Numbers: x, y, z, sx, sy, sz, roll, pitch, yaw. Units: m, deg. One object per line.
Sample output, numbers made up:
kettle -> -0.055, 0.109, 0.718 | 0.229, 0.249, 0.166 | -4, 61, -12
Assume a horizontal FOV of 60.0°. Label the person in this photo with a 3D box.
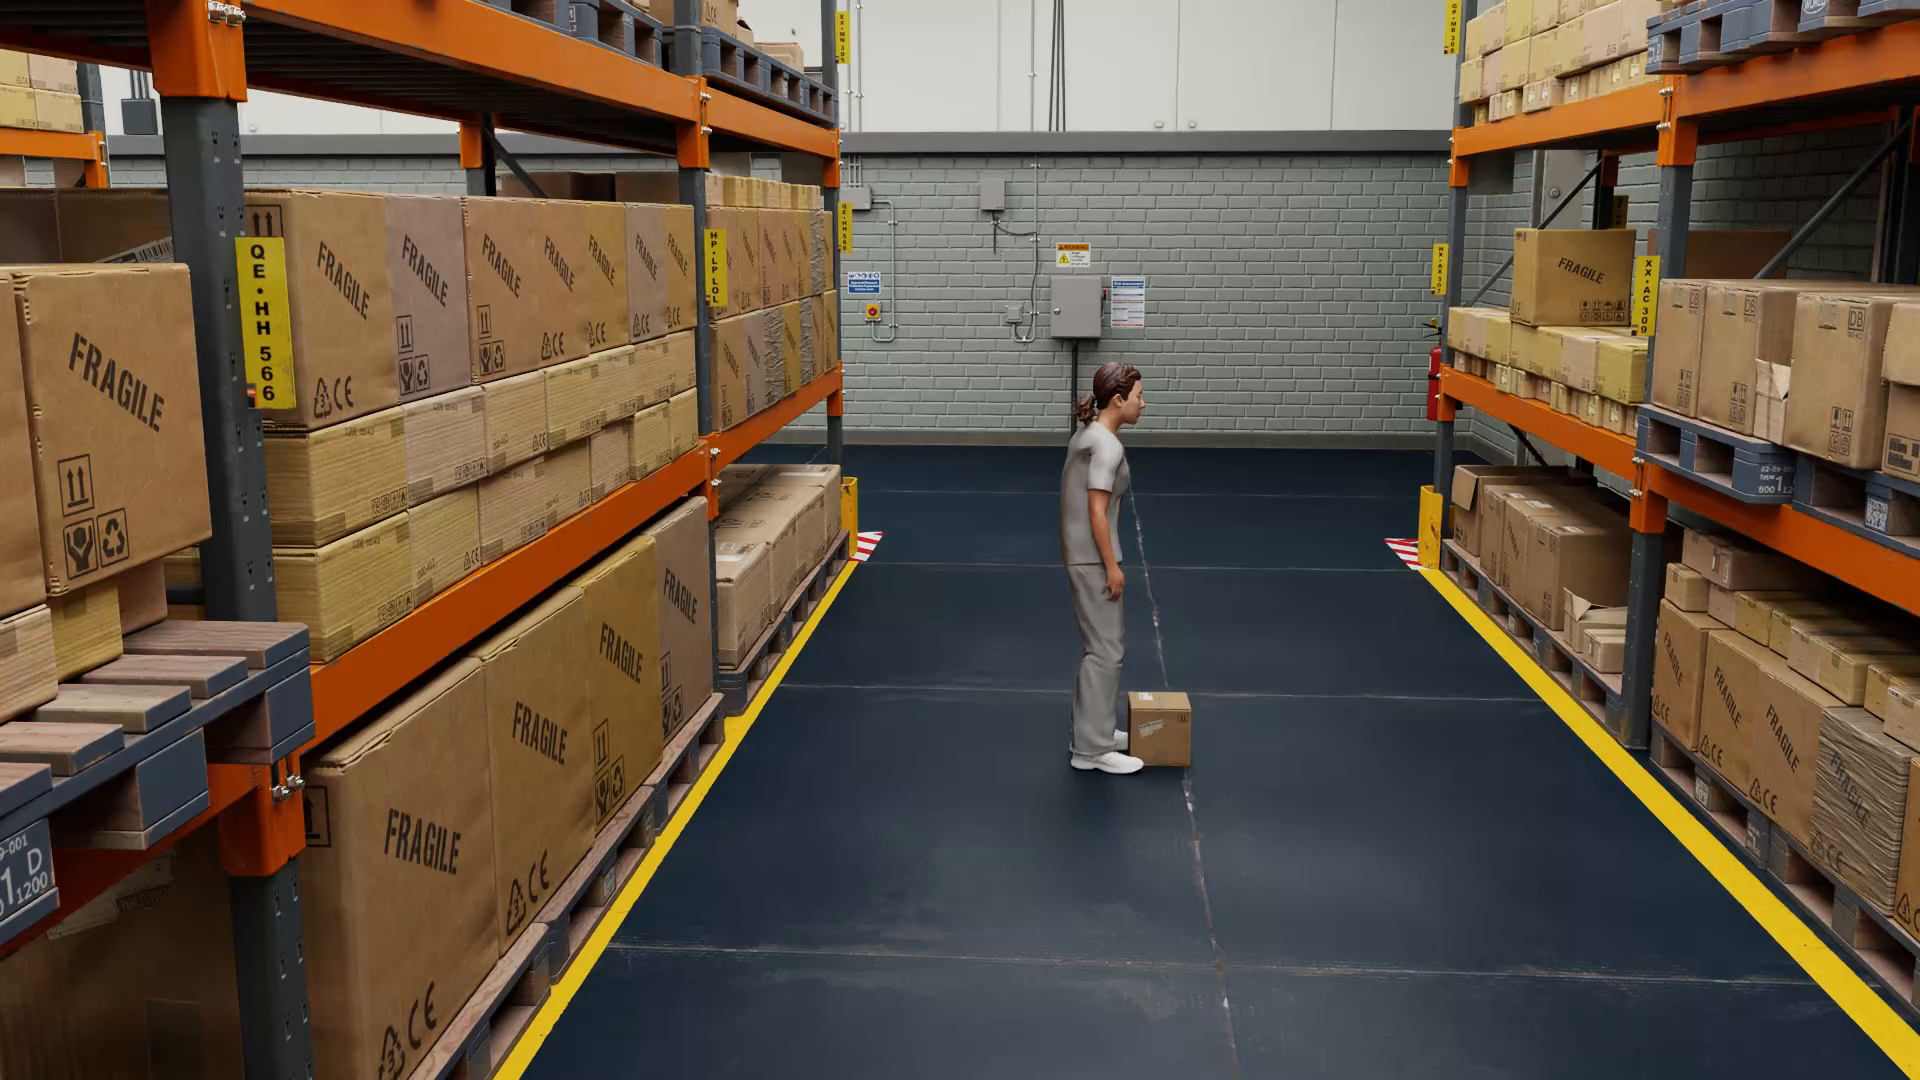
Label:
person -> 0.596, 0.098, 6.919 | 0.367, 1.671, 0.514 | 0, 11, 0
